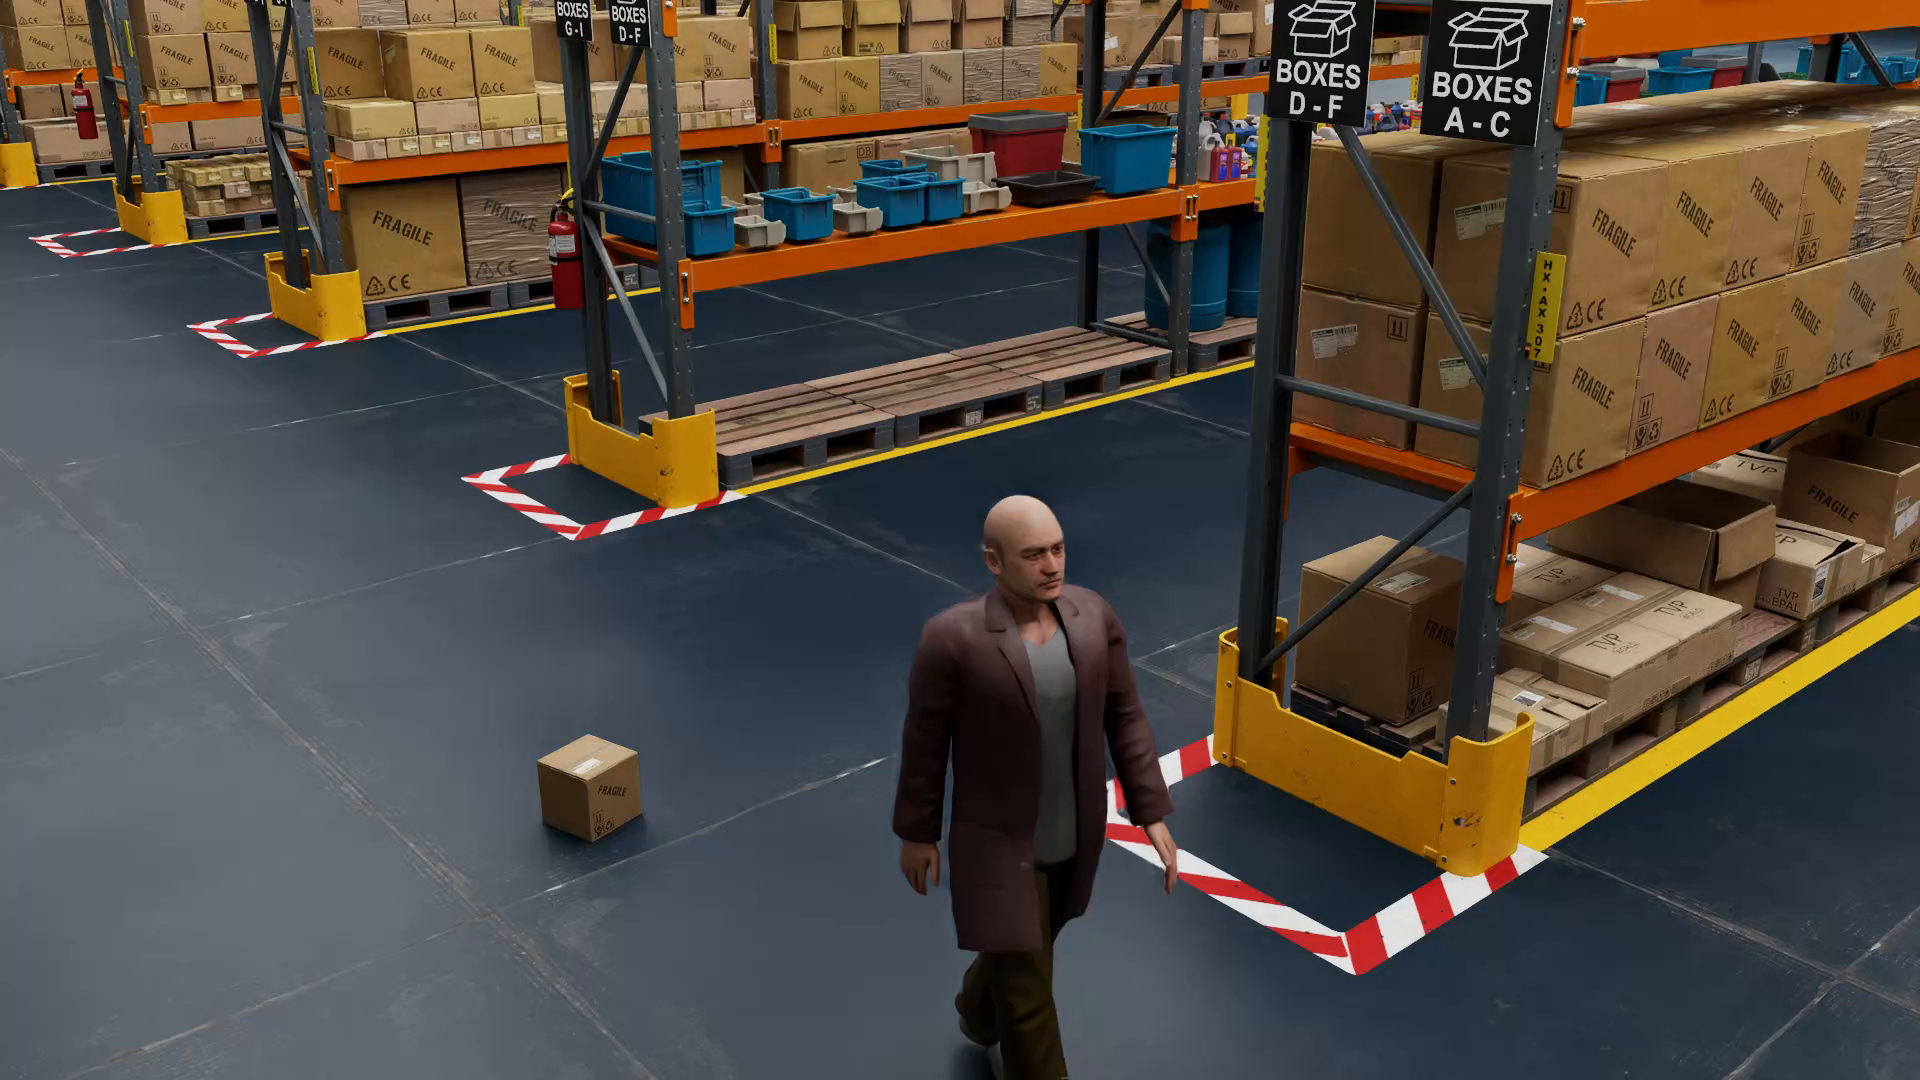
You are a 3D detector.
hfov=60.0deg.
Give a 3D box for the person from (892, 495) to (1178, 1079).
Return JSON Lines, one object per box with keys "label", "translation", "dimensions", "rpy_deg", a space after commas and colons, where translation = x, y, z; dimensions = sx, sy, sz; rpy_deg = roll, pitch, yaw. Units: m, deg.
{"label": "person", "translation": [0.224, 0.746, 4.069], "dimensions": [0.619, 1.739, 1.009], "rpy_deg": [-11, 23, -28]}
